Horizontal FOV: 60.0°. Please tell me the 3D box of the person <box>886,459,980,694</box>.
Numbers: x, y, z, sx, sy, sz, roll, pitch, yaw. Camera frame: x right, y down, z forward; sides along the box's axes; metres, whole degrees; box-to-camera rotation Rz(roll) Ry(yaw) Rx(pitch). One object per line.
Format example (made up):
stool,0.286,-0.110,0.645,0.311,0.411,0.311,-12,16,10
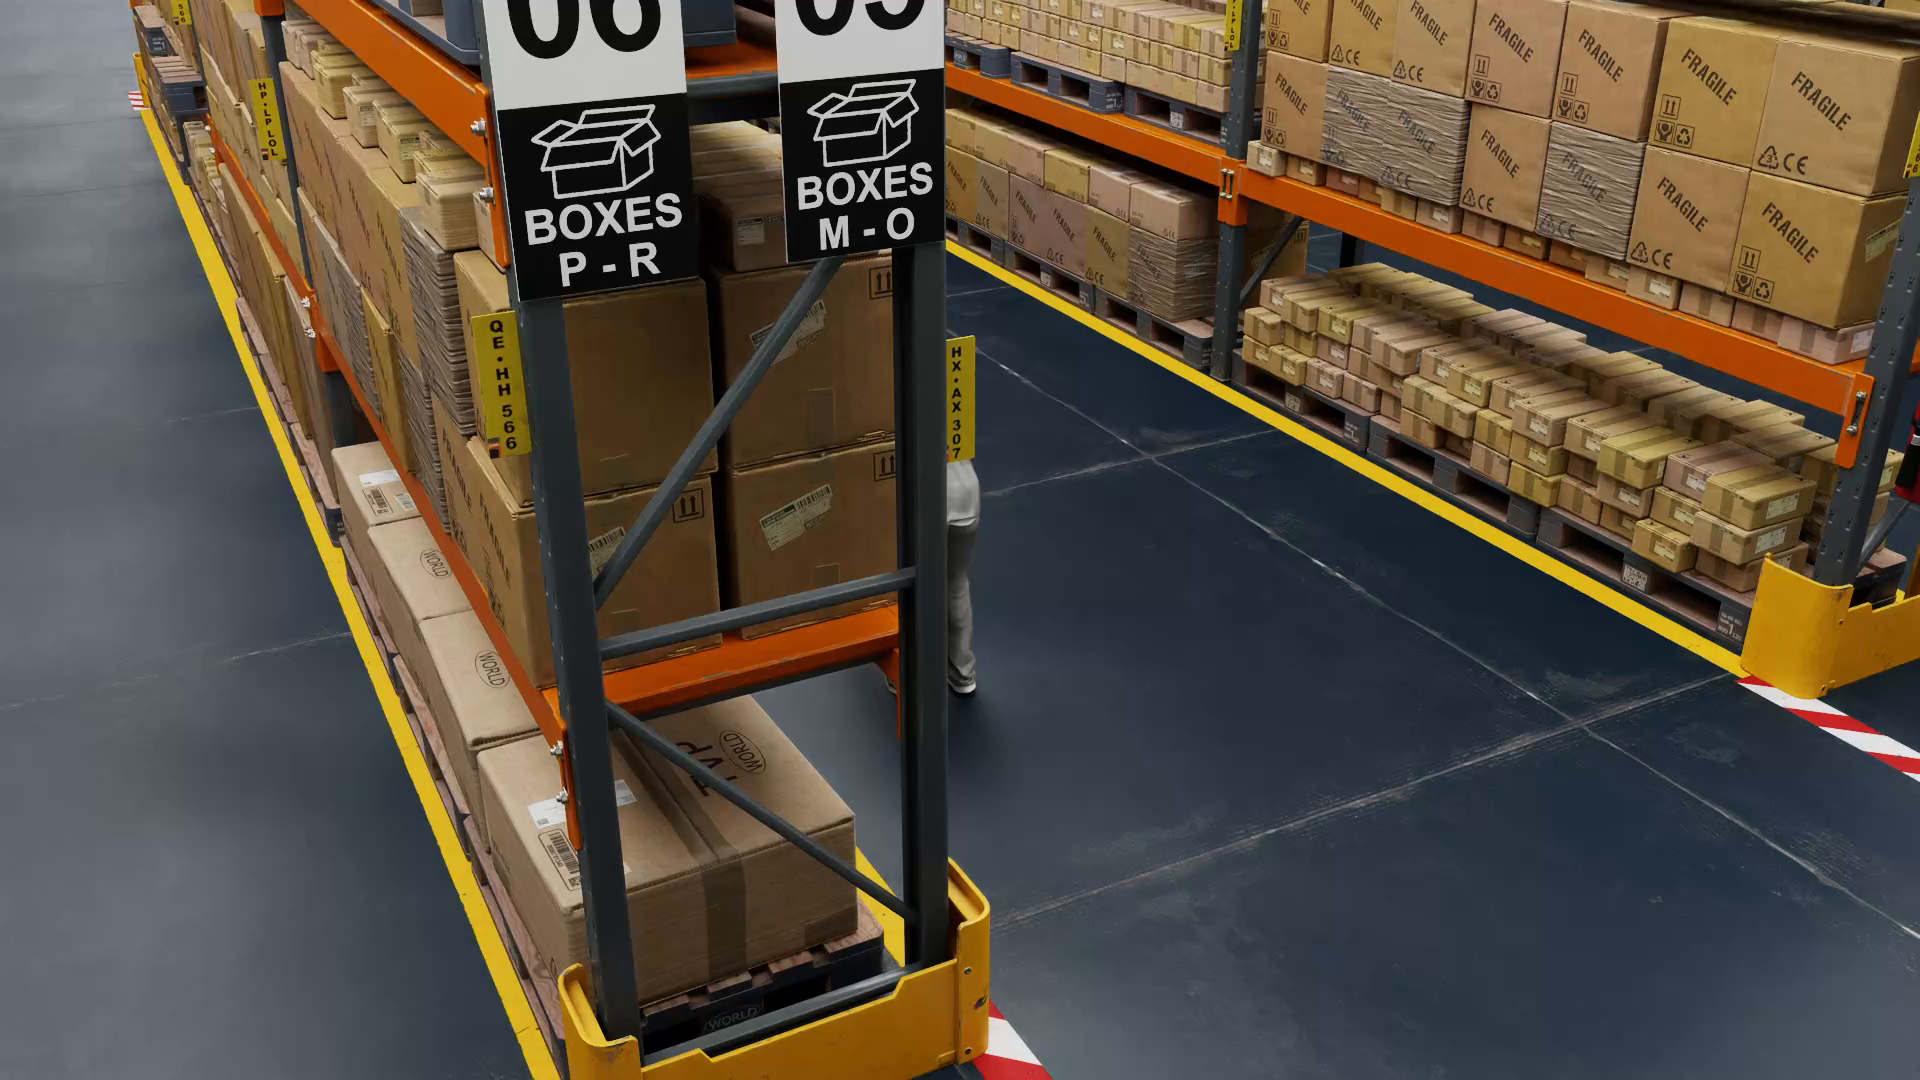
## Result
person,-0.151,-0.113,6.437,0.376,1.533,0.547,-14,29,-26
